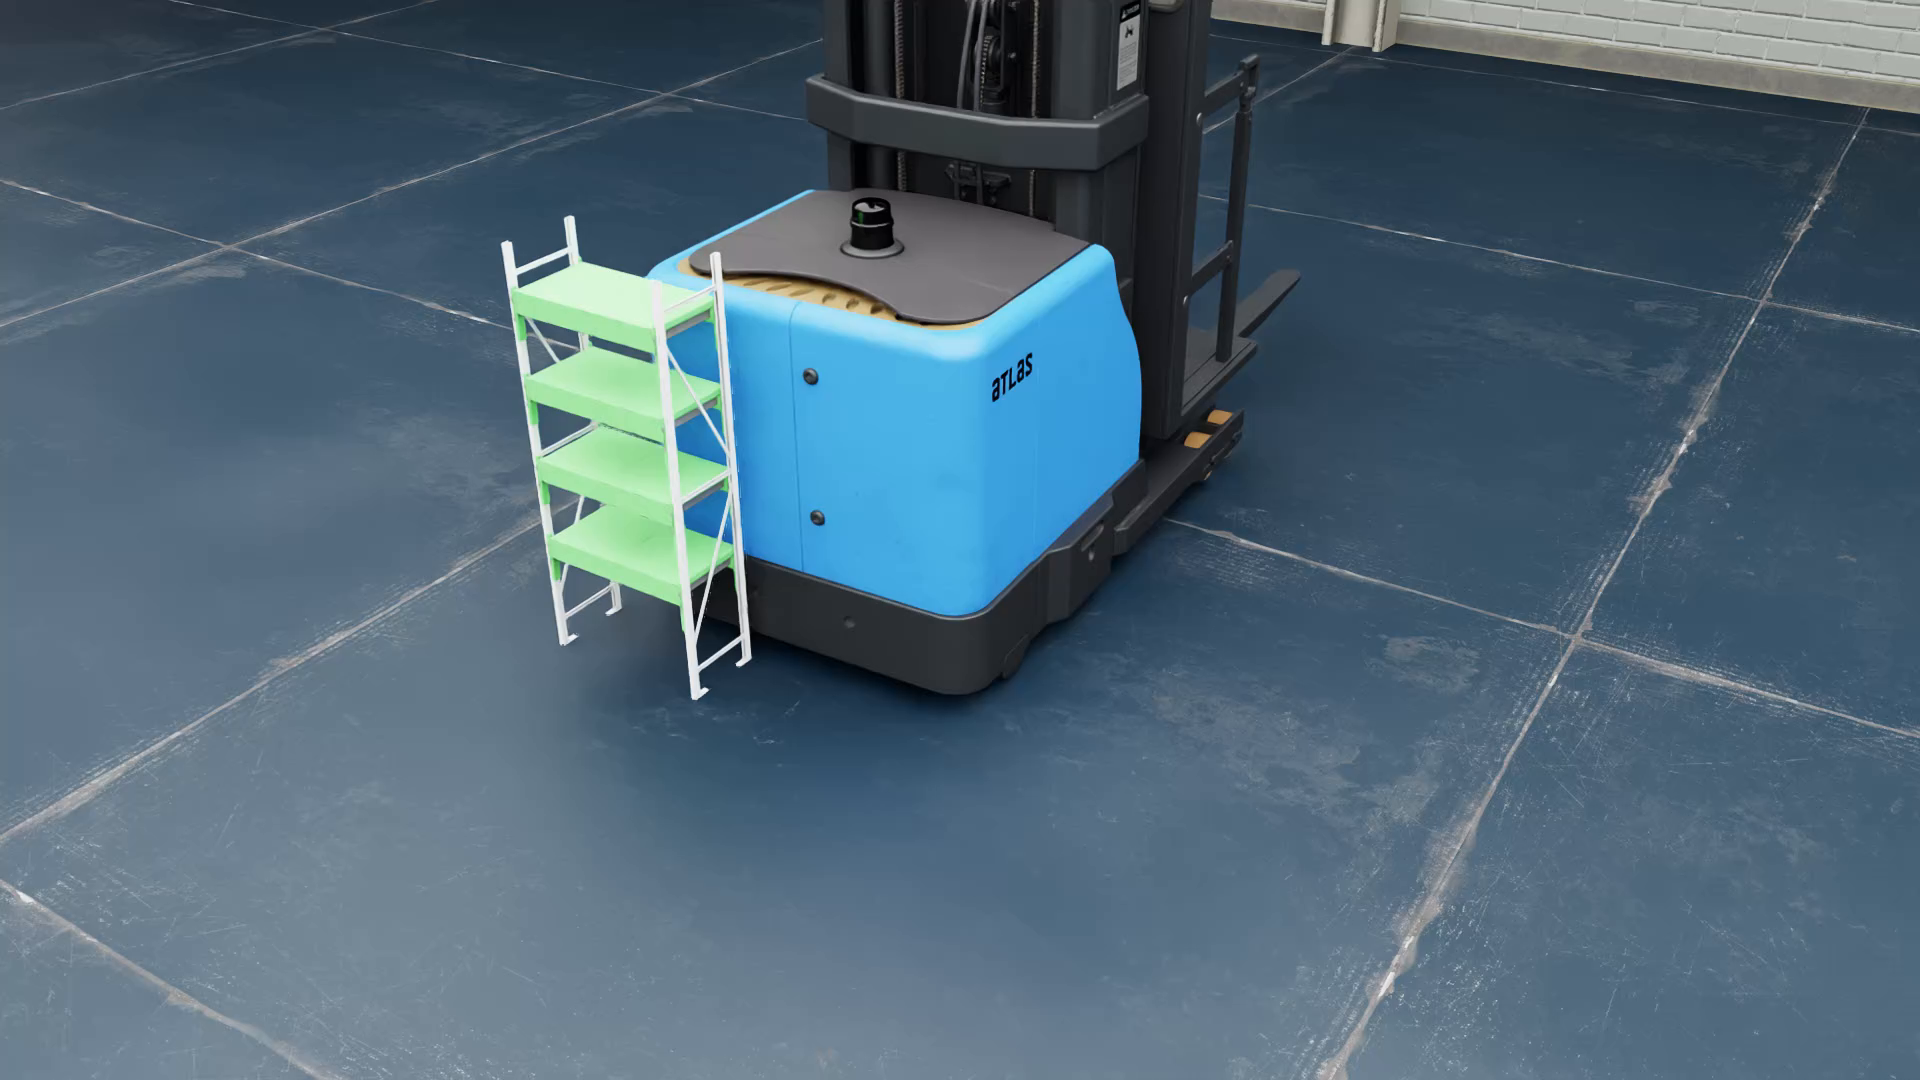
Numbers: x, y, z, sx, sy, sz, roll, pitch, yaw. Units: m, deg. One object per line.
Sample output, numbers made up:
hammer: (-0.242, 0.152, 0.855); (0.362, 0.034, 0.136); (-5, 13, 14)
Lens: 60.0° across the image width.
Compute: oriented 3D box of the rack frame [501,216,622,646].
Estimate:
rack frame: (-1.068, -0.268, 4.518); (0.015, 1.200, 0.240); (18, 35, 28)

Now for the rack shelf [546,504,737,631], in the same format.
rack shelf: (-0.863, 0.061, 4.558); (0.480, 0.148, 0.258); (18, 35, 28)

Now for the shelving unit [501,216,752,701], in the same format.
shelving unit: (-0.863, -0.202, 4.404); (0.503, 1.200, 0.258); (18, 35, 28)

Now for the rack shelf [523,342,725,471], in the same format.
rack shelf: (-0.863, -0.354, 4.316); (0.480, 0.148, 0.258); (18, 35, 28)

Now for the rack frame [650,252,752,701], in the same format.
rack frame: (-0.657, -0.135, 4.291); (0.015, 1.200, 0.240); (18, 35, 28)

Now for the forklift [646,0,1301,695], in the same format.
forklift: (0.322, -1.566, 5.026); (1.130, 2.935, 3.031); (16, 34, 25)

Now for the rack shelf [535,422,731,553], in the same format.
rack shelf: (-0.863, -0.146, 4.437); (0.480, 0.148, 0.258); (18, 35, 28)

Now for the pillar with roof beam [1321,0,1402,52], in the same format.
pillar with roof beam: (0.294, -5.267, 5.348); (0.400, 9.000, 9.100); (18, 35, 27)

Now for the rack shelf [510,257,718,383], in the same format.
rack shelf: (-0.863, -0.561, 4.194); (0.480, 0.148, 0.258); (18, 35, 28)
